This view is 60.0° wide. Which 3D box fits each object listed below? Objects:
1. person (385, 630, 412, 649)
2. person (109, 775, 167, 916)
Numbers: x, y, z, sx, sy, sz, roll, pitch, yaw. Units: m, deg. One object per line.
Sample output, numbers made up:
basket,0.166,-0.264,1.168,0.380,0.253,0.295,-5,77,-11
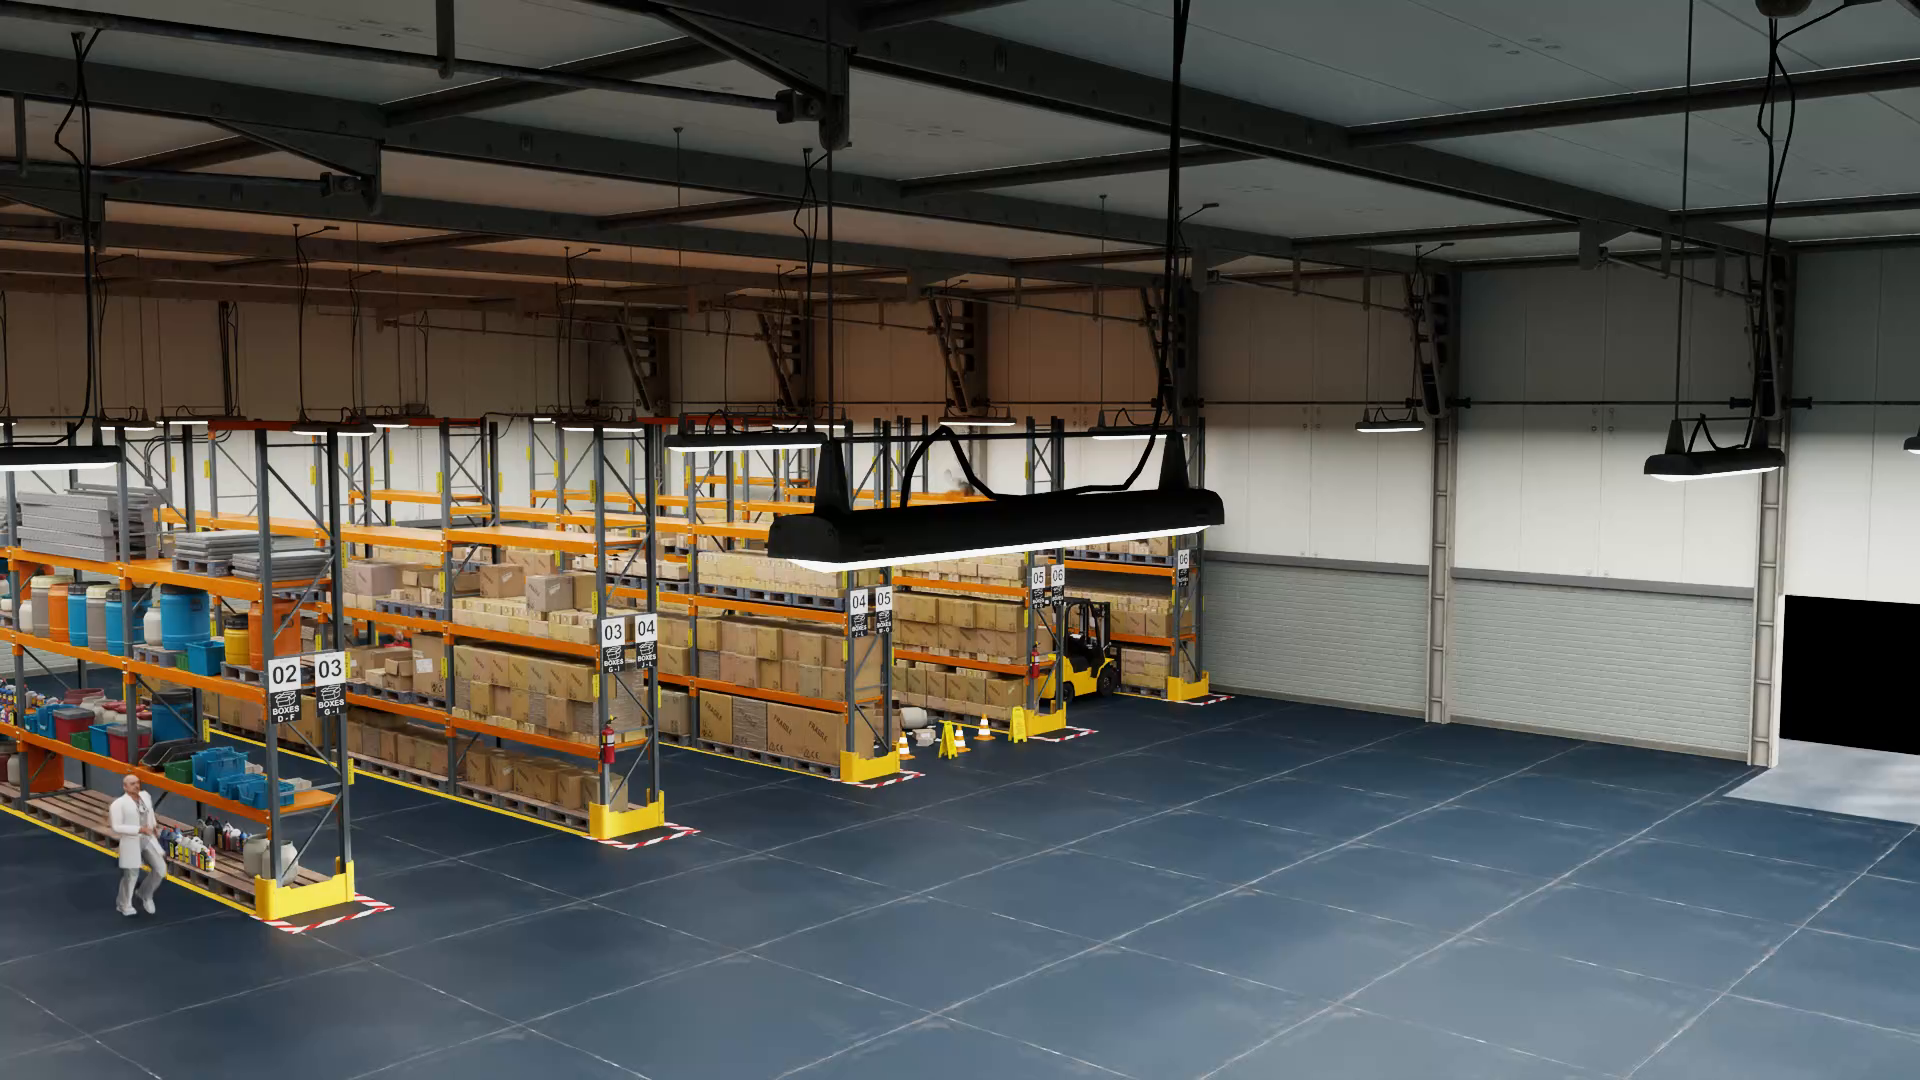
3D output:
person,-11.365,2.679,33.761,0.809,1.721,0.654,4,6,41
person,-10.077,3.751,20.412,0.766,1.760,0.684,3,6,32
